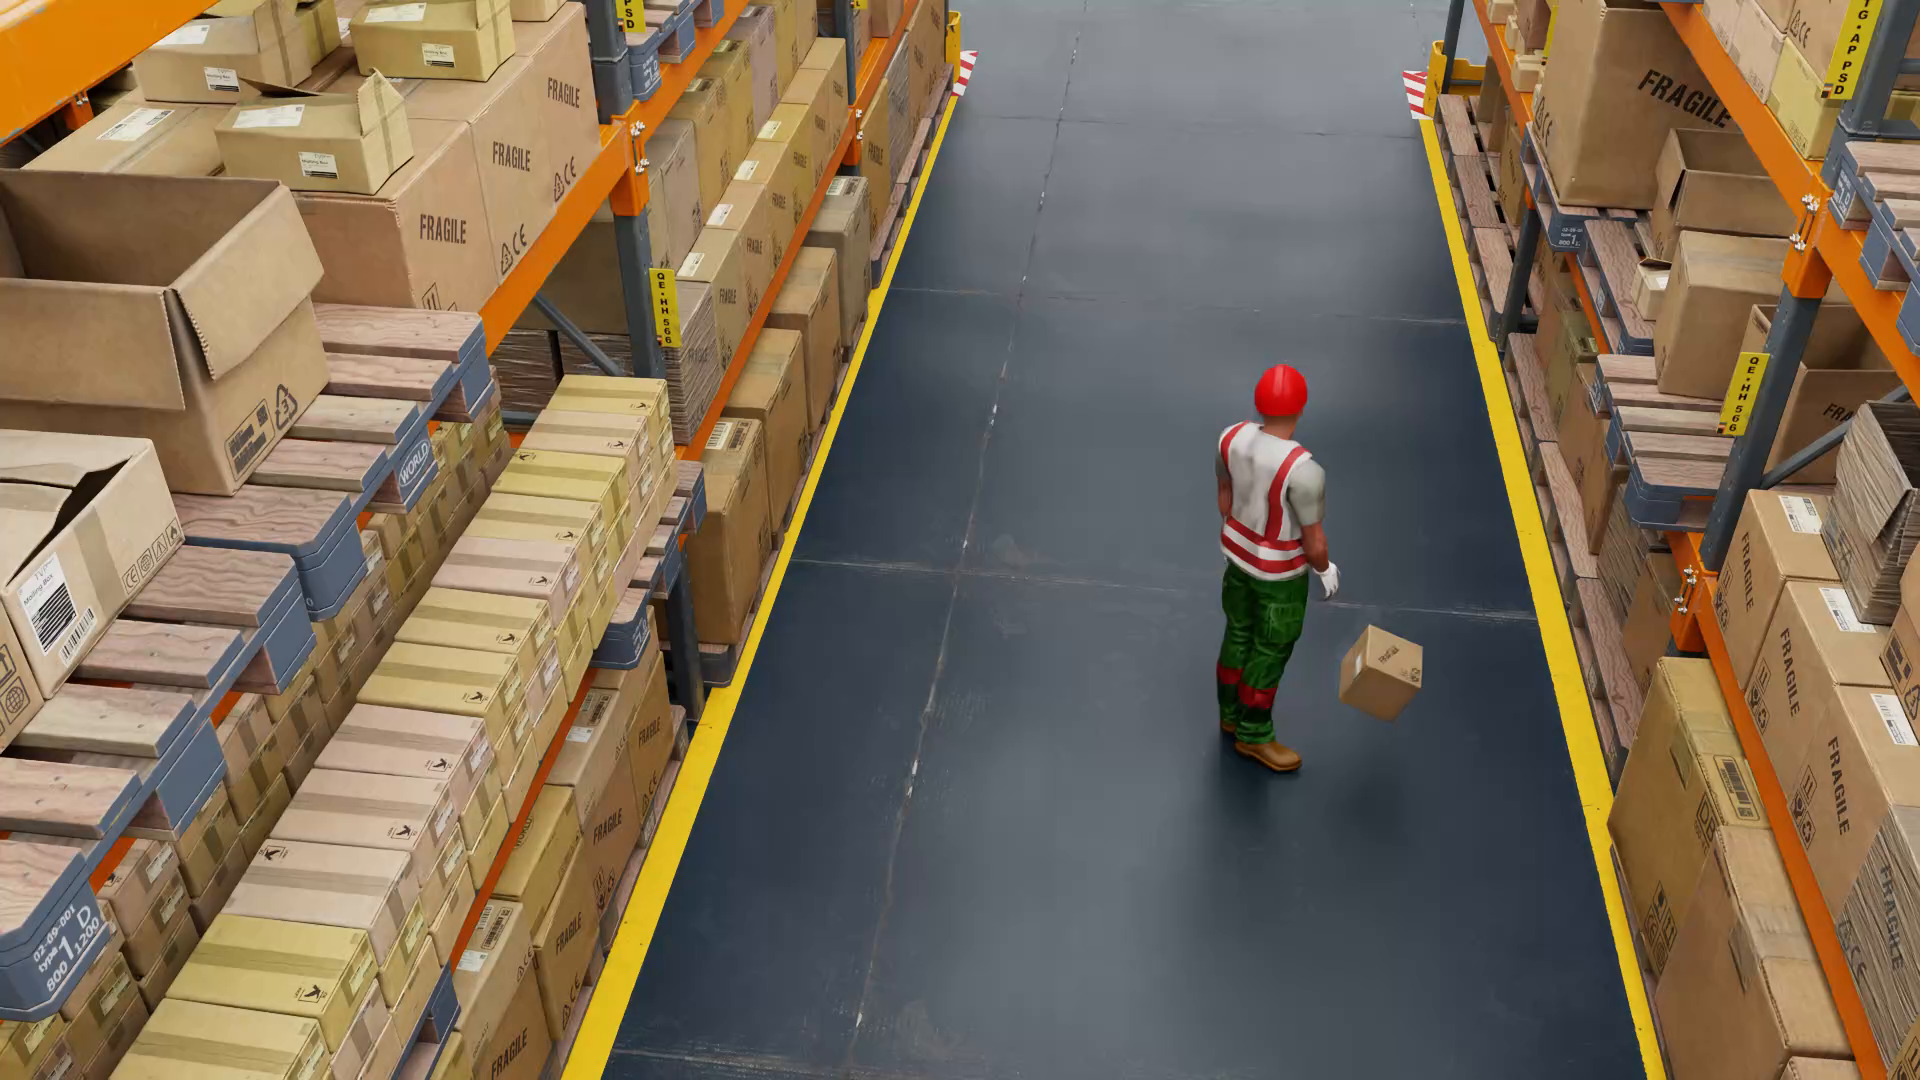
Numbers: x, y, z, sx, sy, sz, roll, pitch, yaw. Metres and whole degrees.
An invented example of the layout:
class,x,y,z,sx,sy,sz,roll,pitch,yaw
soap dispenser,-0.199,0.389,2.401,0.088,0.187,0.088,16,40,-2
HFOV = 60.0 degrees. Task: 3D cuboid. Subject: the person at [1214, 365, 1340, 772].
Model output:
class,x,y,z,sx,sy,sz,roll,pitch,yaw
person,1.310,0.097,6.856,0.395,1.790,0.644,-22,41,-27
